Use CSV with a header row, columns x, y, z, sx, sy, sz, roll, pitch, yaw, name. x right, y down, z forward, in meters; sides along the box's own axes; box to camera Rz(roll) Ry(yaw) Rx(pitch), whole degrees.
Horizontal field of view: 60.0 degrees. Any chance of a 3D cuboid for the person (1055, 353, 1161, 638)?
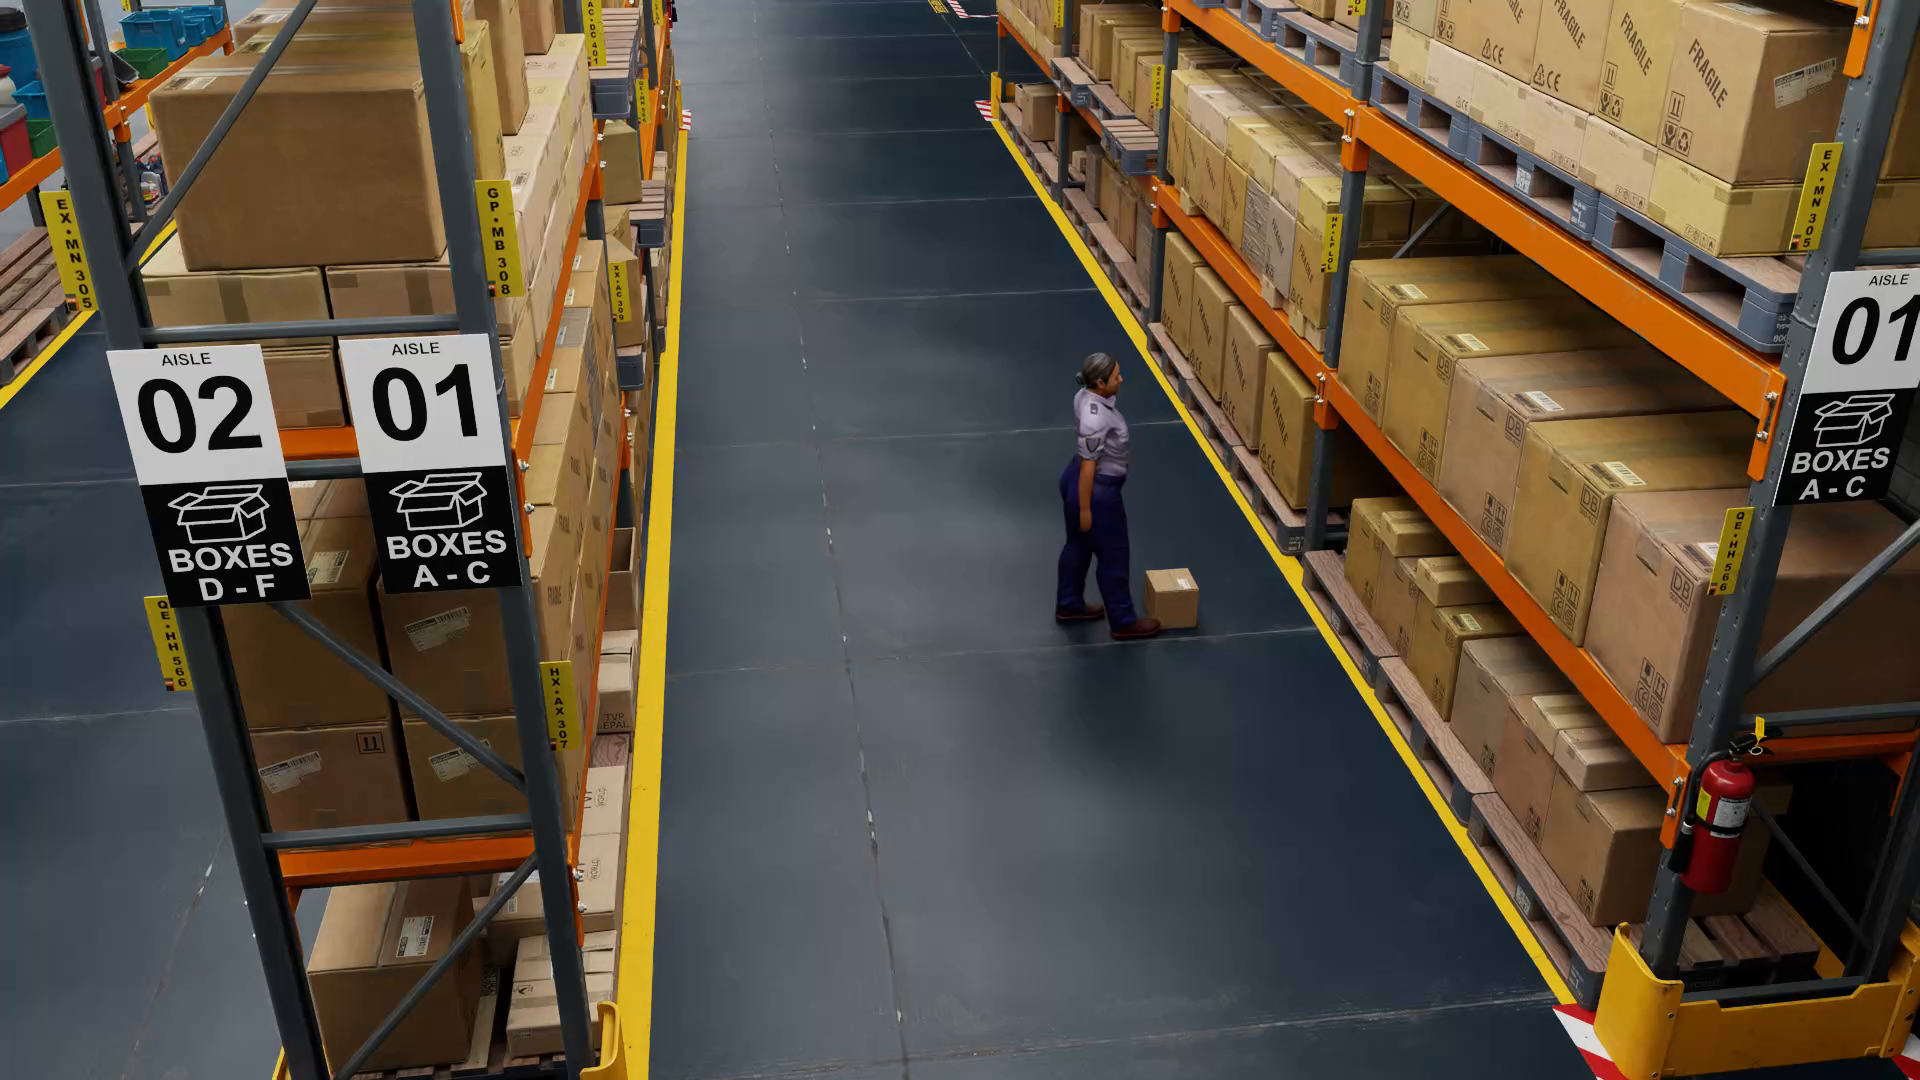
x,y,z,sx,sy,sz,roll,pitch,yaw,name
0.834,-0.267,9.141,0.569,1.642,0.480,-3,28,-6,person
